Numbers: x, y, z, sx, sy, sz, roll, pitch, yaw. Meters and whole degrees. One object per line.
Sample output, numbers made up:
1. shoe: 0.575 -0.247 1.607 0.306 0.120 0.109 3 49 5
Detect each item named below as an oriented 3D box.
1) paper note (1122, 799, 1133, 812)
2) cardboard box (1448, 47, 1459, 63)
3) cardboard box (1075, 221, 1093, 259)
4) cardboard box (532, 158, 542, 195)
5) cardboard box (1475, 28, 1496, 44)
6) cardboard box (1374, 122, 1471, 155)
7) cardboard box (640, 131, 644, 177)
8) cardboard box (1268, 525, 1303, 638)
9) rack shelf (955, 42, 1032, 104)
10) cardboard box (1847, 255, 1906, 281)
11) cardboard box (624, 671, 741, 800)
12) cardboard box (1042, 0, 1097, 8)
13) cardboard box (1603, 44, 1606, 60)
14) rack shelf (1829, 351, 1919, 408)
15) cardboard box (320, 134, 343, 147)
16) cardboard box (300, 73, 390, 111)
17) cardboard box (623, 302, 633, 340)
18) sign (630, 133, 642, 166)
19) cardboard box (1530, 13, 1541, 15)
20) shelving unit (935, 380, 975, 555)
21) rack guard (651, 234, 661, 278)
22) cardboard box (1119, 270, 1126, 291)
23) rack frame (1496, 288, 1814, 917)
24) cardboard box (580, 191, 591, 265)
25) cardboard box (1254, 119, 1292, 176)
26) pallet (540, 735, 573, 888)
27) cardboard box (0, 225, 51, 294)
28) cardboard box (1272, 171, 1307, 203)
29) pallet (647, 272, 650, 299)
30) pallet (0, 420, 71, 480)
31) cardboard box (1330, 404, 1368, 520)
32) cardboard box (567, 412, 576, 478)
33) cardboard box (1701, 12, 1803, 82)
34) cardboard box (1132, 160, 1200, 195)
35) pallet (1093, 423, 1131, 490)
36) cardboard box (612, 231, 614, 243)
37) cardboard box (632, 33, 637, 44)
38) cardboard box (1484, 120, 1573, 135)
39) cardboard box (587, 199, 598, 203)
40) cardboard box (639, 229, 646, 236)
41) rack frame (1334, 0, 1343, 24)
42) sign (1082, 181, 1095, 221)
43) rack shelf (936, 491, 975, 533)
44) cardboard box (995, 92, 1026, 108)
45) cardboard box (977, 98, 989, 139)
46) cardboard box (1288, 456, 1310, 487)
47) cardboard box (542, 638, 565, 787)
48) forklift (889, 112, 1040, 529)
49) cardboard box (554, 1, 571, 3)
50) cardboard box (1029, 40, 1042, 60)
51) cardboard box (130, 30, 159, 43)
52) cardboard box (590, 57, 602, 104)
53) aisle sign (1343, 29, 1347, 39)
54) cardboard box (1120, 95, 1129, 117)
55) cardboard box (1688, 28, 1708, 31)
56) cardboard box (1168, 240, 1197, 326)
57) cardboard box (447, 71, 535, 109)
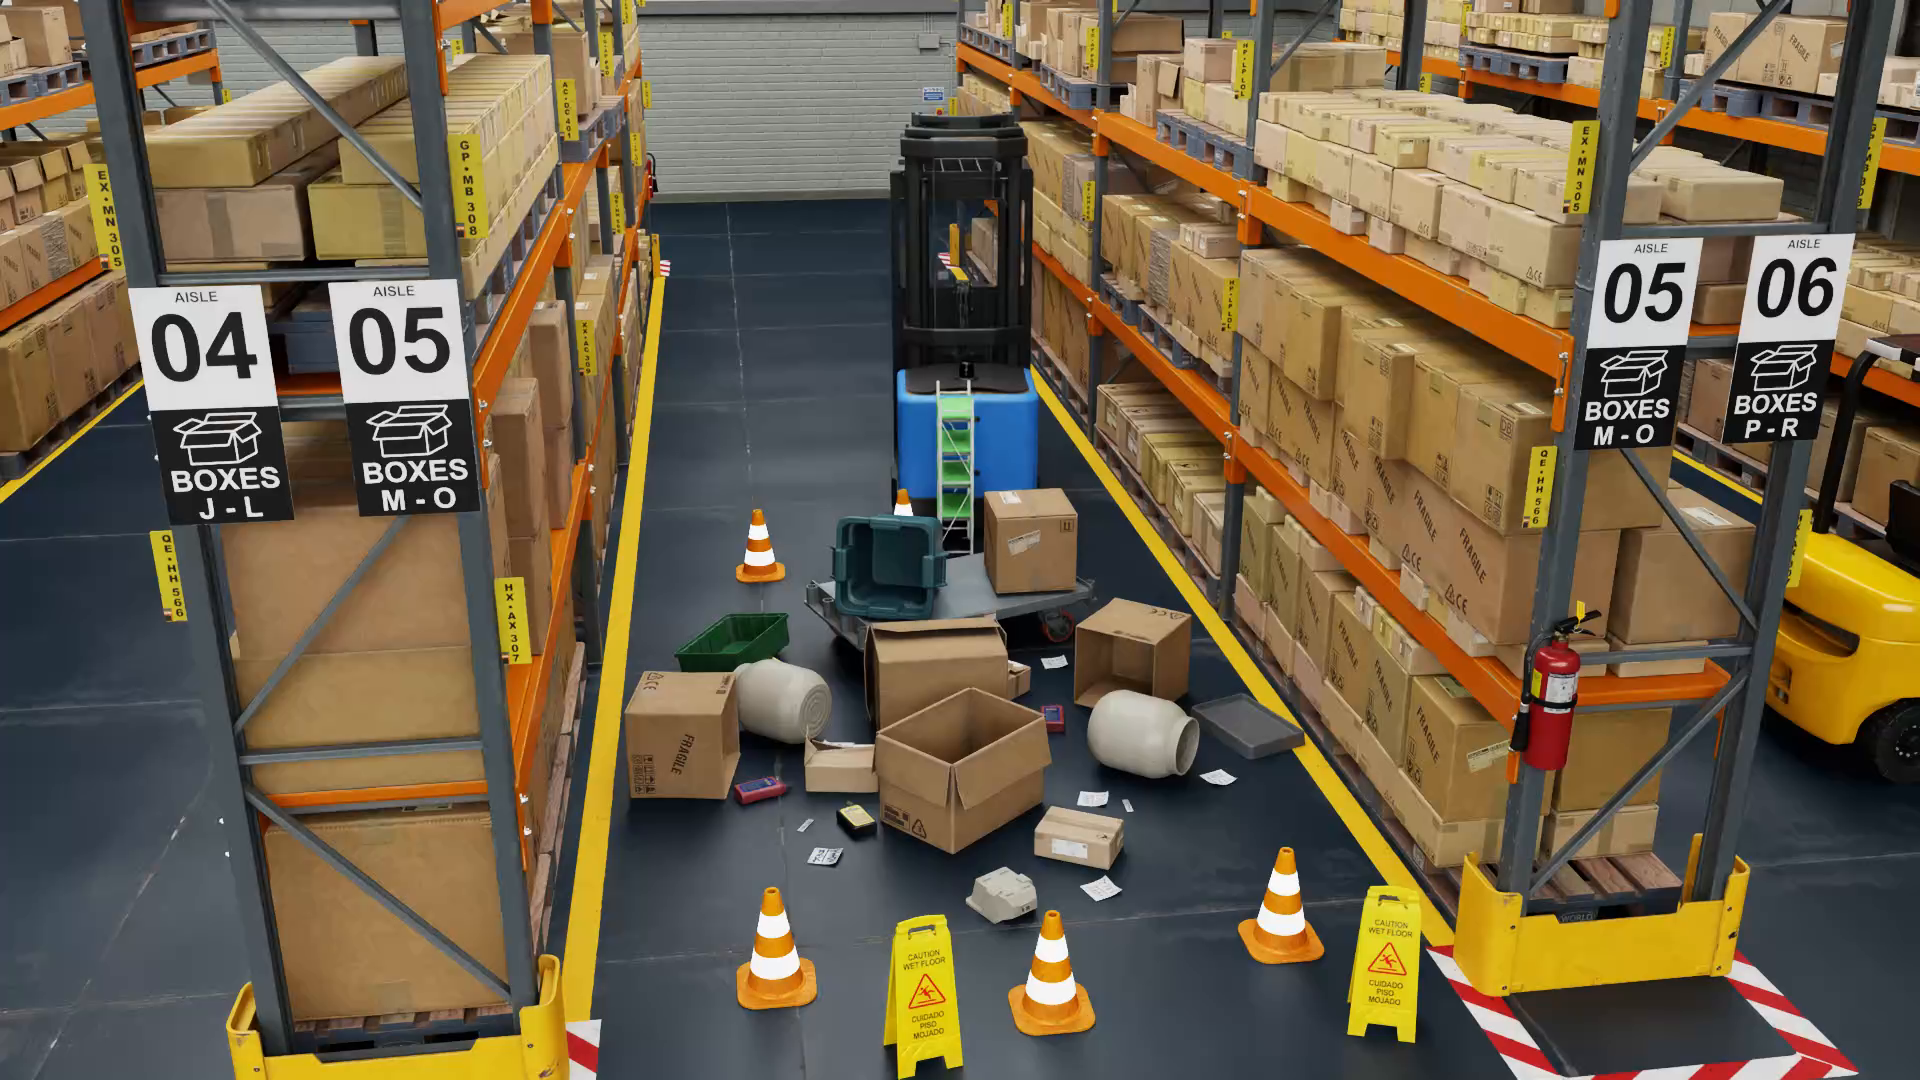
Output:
1. paper note: 0.862 1.365 8.548 0.032 0.001 0.123 -3 21 -8
2. cardboard box: 5.607 -5.335 18.286 0.380 0.149 0.250 -3 21 -8
3. cardboard box: 1.295 -2.620 14.445 0.500 0.250 0.500 -3 21 -8
4. cardboard box: -2.175 -1.702 7.814 0.380 0.149 0.250 -3 21 -7
5. cardboard box: 5.604 -5.254 17.326 0.380 0.149 0.250 -3 21 -7
6. cardboard box: 2.221 -1.918 7.997 0.380 0.149 0.250 -3 21 -7
7. cardboard box: -3.949 -4.477 19.347 0.500 0.500 0.500 -3 21 -8
8. cardboard box: 2.100 0.226 9.582 0.500 0.500 0.500 -2 21 -6
9. rack shelf: 0.752 -5.447 19.255 1.077 0.370 4.000 -3 21 -8
10. cardboard box: 6.652 -1.980 12.161 0.380 0.149 0.250 -3 21 -9
11. cardboard box: -1.451 1.023 8.758 0.500 0.500 0.500 1 20 2
12. cardboard box: 1.163 -5.596 17.740 0.500 0.500 0.500 -3 21 -7
13. cardboard box: 6.129 -4.452 15.207 0.380 0.149 0.250 -3 21 -8
14. rack shelf: 6.816 -1.524 13.037 1.077 0.370 4.000 -3 21 -8
15. cardboard box: -2.604 -1.467 6.617 0.500 0.250 0.500 -3 21 -8
16. cardboard box: -2.826 -2.041 7.582 0.380 0.149 0.250 -3 21 -7
17. cardboard box: -3.259 -1.993 15.165 0.500 0.250 0.500 -3 21 -7
18. sign: -3.295 -3.974 16.913 0.100 0.325 0.005 -3 21 -8
19. cardboard box: 6.169 -5.423 17.352 0.380 0.149 0.250 -3 21 -7
20. shelving unit: -0.036 -0.483 11.796 0.258 1.200 0.503 -1 20 -2
21. rack guard: -4.410 -3.590 21.112 1.175 0.500 0.348 -3 21 -8
22. cardboard box: 1.481 -2.062 13.209 0.380 0.149 0.250 -4 21 -11
23. rack frame: 2.770 0.468 6.675 1.000 3.000 0.127 -3 21 -8
24. cardboard box: -3.212 -2.376 12.719 0.700 0.500 0.500 -3 21 -8
25. cardboard box: 1.986 -2.225 9.388 0.500 0.250 0.500 -3 21 -9
26. pallet: -2.479 1.365 8.260 1.003 0.211 1.213 -3 21 -8
27. cardboard box: -8.145 -2.386 14.175 0.500 0.500 0.500 -3 21 -9
28. cardboard box: 1.975 -1.990 9.330 0.380 0.149 0.250 -3 21 -8
29. pallet: -4.327 -3.171 20.405 1.003 0.211 1.213 -3 21 -8
30. pallet: -8.229 -0.772 13.982 1.003 0.211 1.213 -3 21 -8
31. cardboard box: 2.228 -0.415 8.473 0.500 0.500 0.500 -3 21 -7
32. cardboard box: -2.626 -0.575 9.255 0.875 0.550 0.550 -3 21 -8
33. cardboard box: 6.391 -3.986 13.427 0.500 0.500 0.500 -3 21 -7
34. cardboard box: 1.787 -3.000 14.389 0.500 0.500 0.500 -4 21 -10
35. pallet: 1.728 -0.725 13.855 1.003 0.211 1.213 -3 21 -8
36. cardboard box: -3.325 -2.720 14.971 0.380 0.149 0.250 -3 21 -7
37. cardboard box: -3.954 -5.629 18.927 0.500 0.250 0.500 -2 21 -5
38. cardboard box: 2.773 -1.947 8.074 0.380 0.149 0.250 -3 21 -7
39. cardboard box: -3.293 -2.908 14.623 0.380 0.149 0.250 -2 21 -5
40. cardboard box: -4.093 -3.756 20.610 0.380 0.149 0.250 -3 21 -7
41. rack frame: 5.375 -8.134 21.132 1.000 3.000 0.127 -3 21 -8
42. sign: 1.068 -2.815 13.811 0.100 0.325 0.005 -3 21 -8
43. rack shelf: -0.036 -0.199 11.902 0.258 0.148 0.480 -1 20 -2
44. cardboard box: 0.598 -4.951 18.687 0.380 0.149 0.250 -3 21 -8
45. cardboard box: 0.487 -4.877 19.415 0.500 0.500 0.500 -3 21 -8
46. cardboard box: 2.078 -0.411 9.389 0.380 0.149 0.250 -2 21 -6
47. cardboard box: -2.536 0.700 8.492 0.875 0.875 0.875 -3 21 -7
48. forklift: 0.001 -1.918 13.163 1.130 2.935 3.031 -1 20 -2
49. cardboard box: -4.371 -5.699 17.830 0.380 0.149 0.250 -3 21 -8
50. cardboard box: 0.876 -4.723 16.022 0.380 0.166 0.250 -4 21 -11
51. cardboard box: -8.947 -5.525 17.548 0.700 0.500 0.500 -2 21 -5
52. cardboard box: -2.820 -3.277 11.801 0.500 0.311 0.500 -3 21 -8
53. aisle sign: 5.074 -6.550 21.750 0.394 0.787 0.004 -3 21 -8
54. cardboard box: 1.494 -3.472 13.296 0.380 0.149 0.250 -3 21 -8
55. cardboard box: 6.704 -4.530 14.991 0.380 0.149 0.250 -3 21 -8
56. cardboard box: 1.758 -1.799 11.576 0.500 0.500 0.500 -2 21 -6
57. cardboard box: -2.176 -2.075 7.675 0.380 0.149 0.250 -3 21 -8
